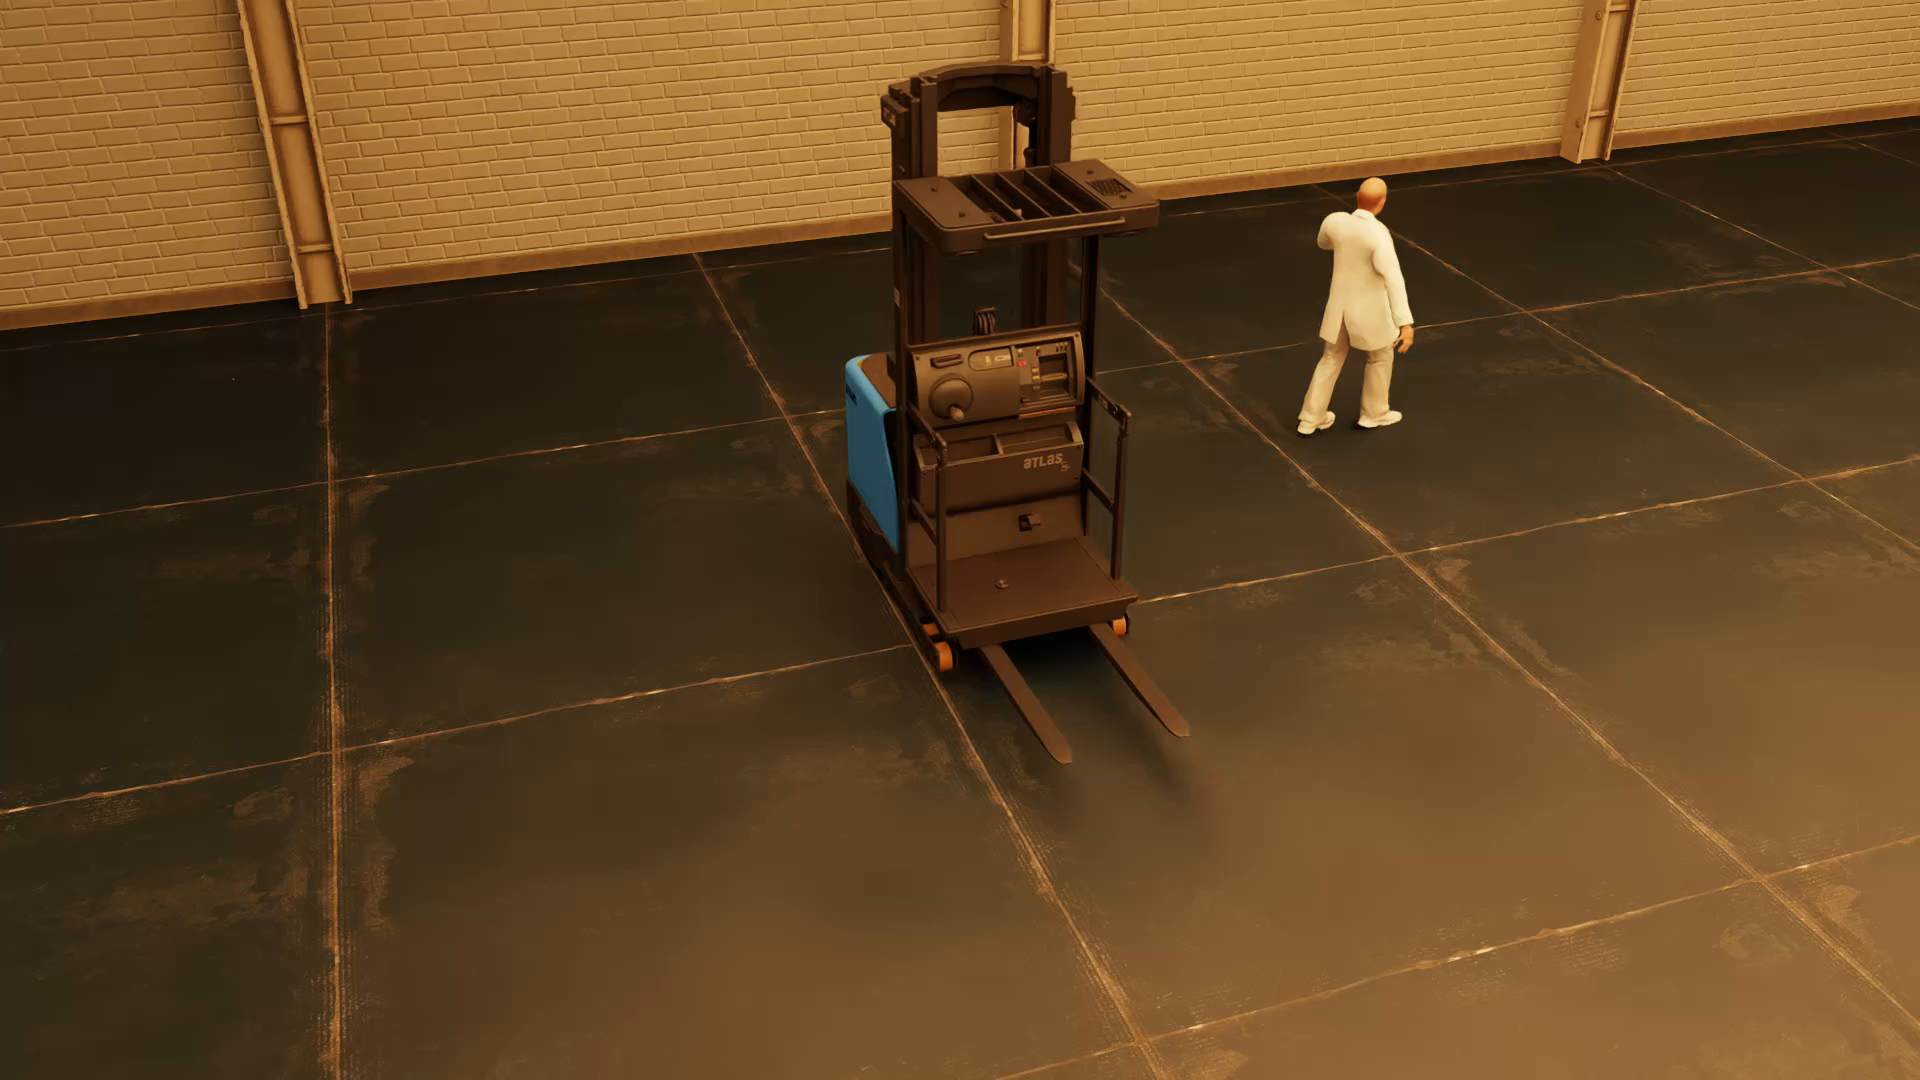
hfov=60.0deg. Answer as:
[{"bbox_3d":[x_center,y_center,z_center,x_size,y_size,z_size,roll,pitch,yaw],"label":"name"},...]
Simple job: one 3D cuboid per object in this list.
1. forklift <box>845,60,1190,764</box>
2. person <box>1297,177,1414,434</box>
[{"bbox_3d":[0.281,-0.799,8.476,1.130,2.935,3.031,-10,31,-17],"label":"forklift"},{"bbox_3d":[2.676,-1.524,10.942,0.814,1.760,1.022,-22,37,-33],"label":"person"}]
